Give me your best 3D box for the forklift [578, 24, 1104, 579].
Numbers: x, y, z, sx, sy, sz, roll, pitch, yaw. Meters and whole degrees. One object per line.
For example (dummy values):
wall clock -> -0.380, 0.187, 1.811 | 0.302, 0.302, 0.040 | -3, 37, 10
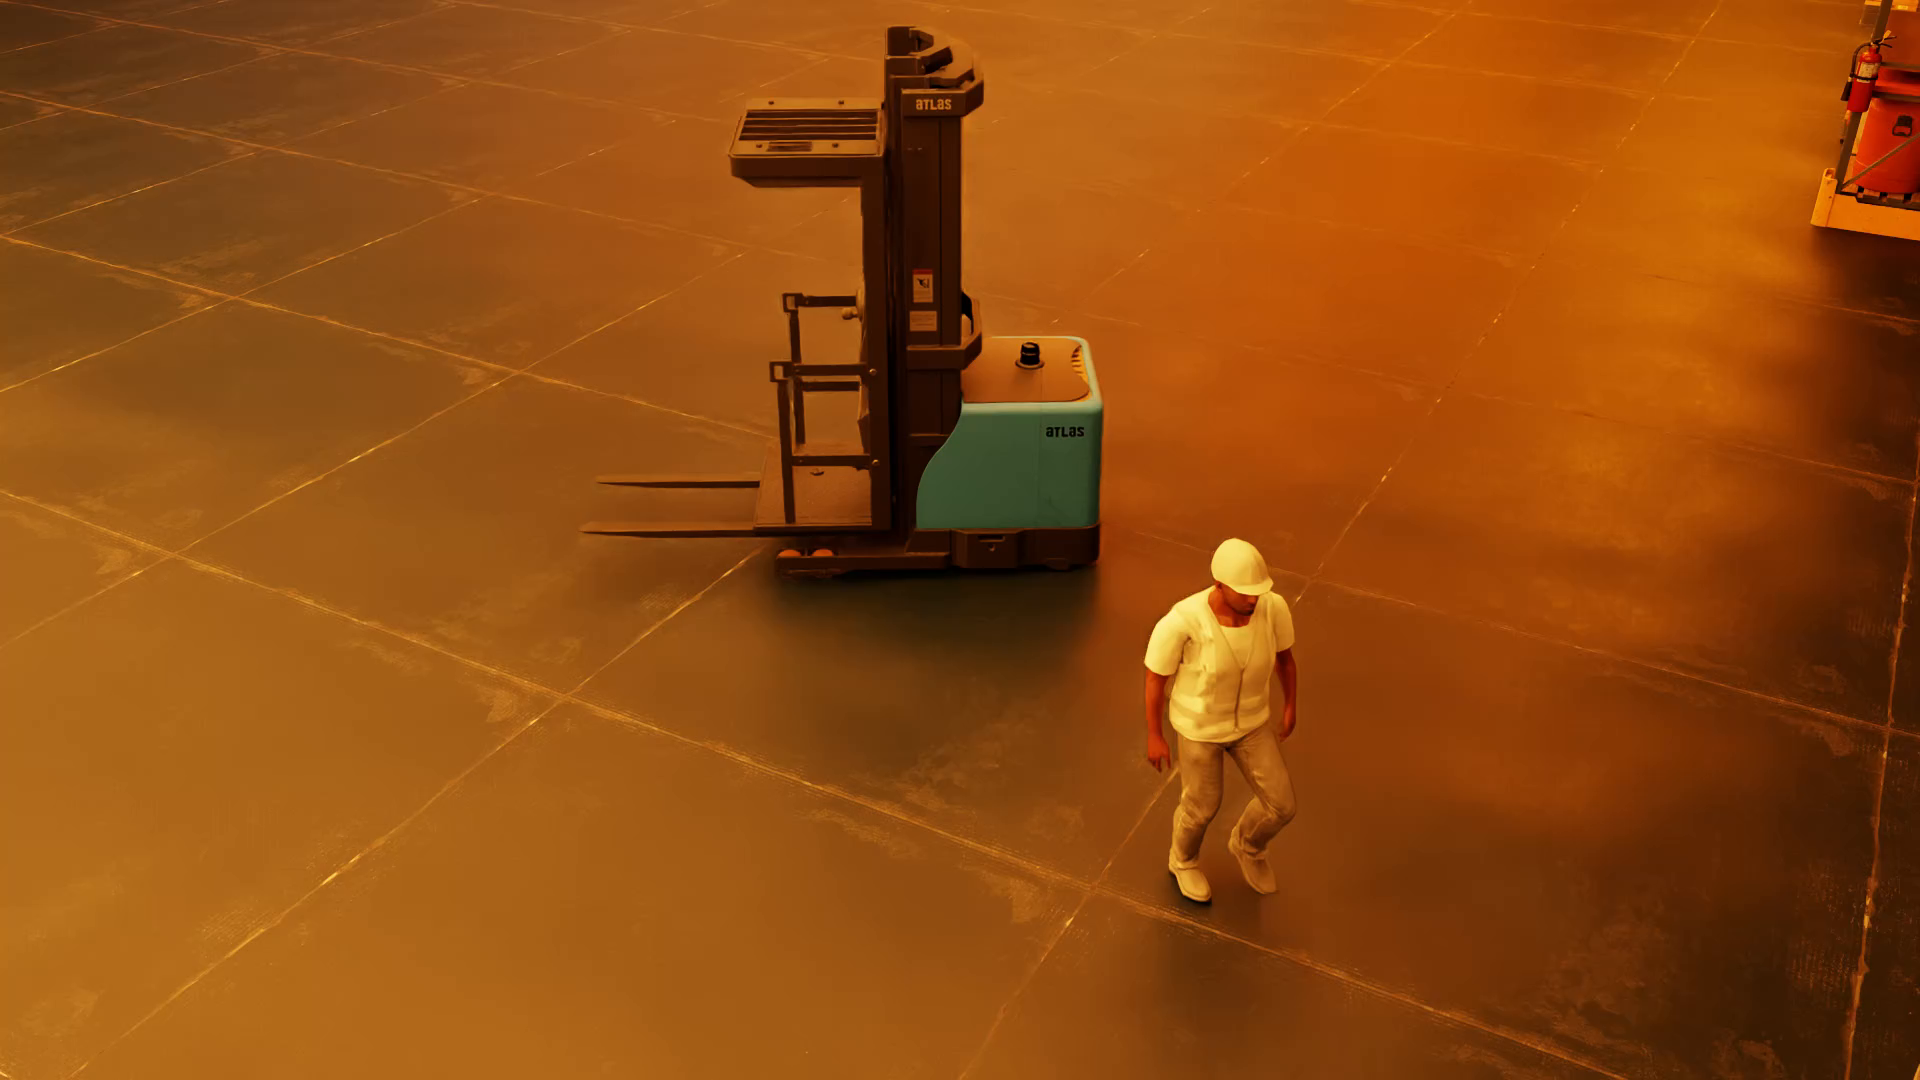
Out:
forklift -> -0.712, -1.313, 9.346 | 3.031, 2.935, 1.130 | -1, 30, -1

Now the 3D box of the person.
person -> 1.119, 0.793, 6.904 | 0.687, 1.765, 0.483 | -10, 31, -17
